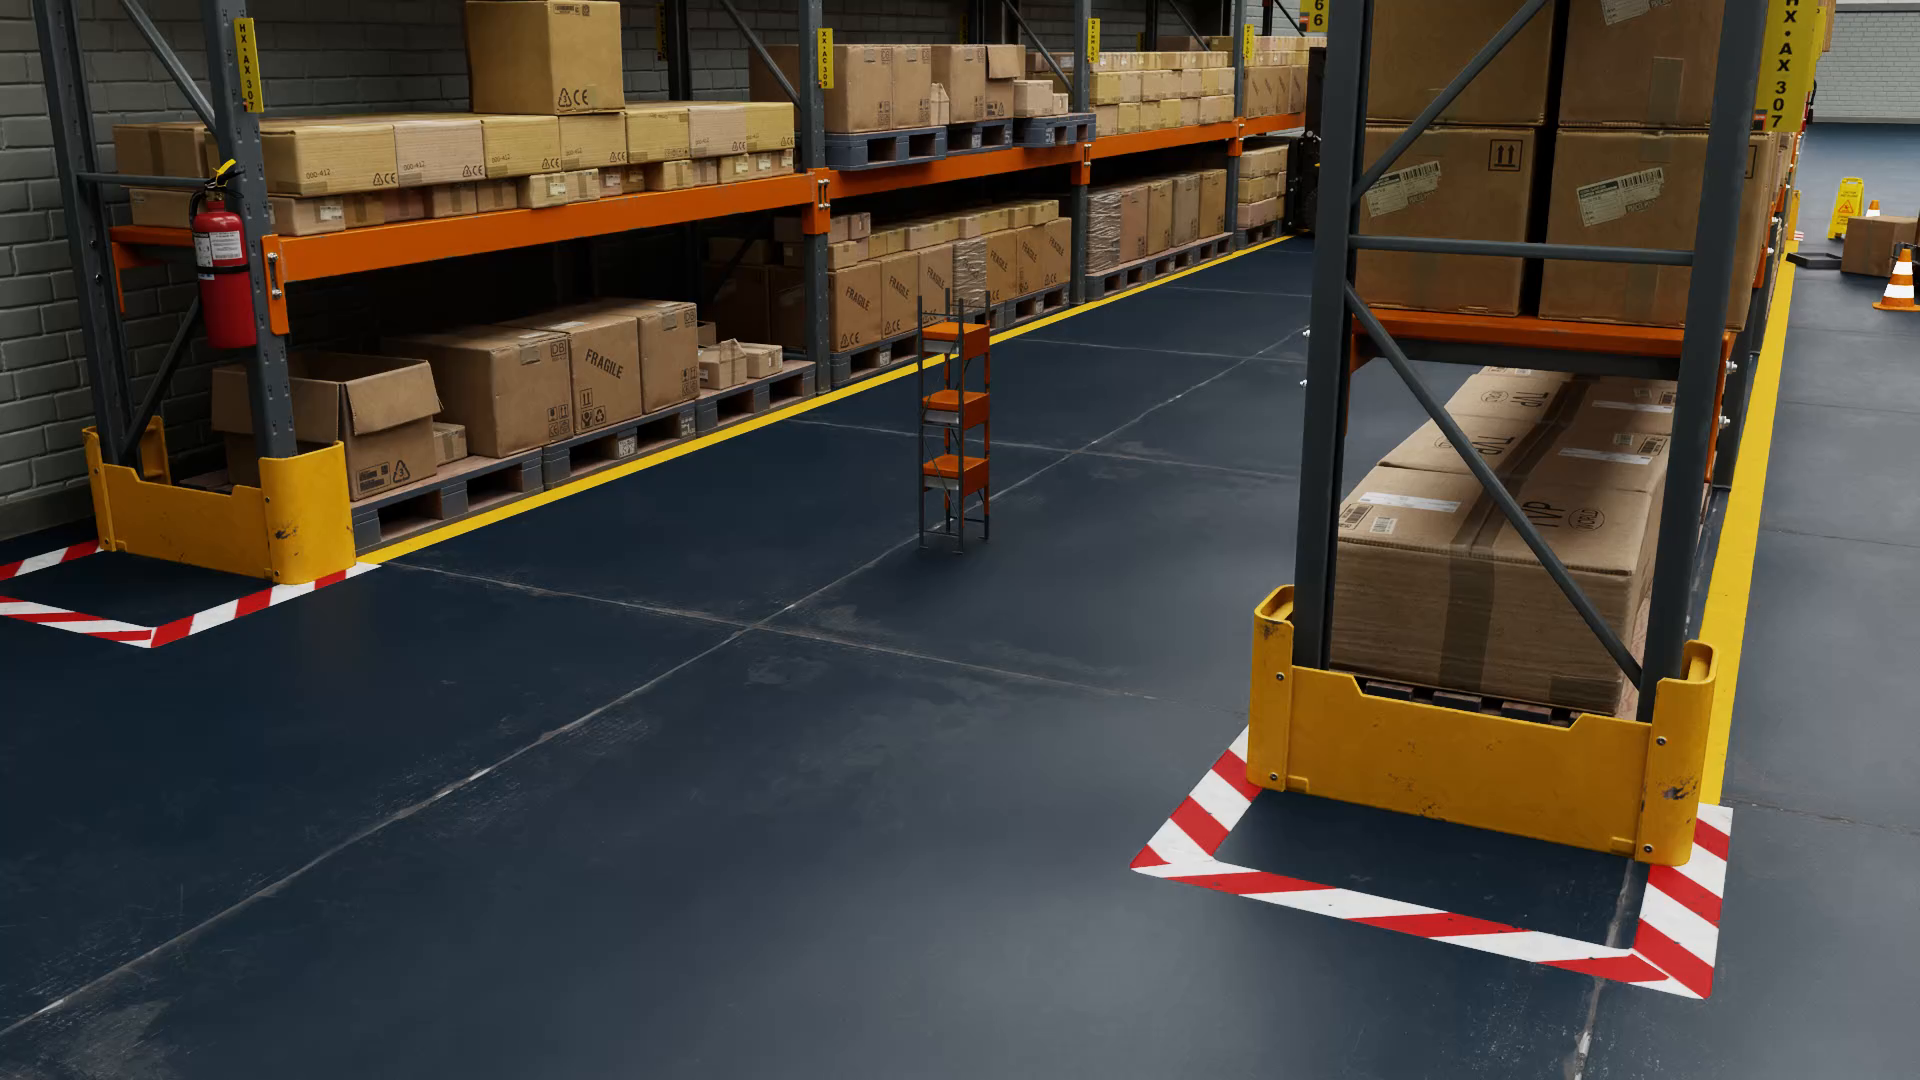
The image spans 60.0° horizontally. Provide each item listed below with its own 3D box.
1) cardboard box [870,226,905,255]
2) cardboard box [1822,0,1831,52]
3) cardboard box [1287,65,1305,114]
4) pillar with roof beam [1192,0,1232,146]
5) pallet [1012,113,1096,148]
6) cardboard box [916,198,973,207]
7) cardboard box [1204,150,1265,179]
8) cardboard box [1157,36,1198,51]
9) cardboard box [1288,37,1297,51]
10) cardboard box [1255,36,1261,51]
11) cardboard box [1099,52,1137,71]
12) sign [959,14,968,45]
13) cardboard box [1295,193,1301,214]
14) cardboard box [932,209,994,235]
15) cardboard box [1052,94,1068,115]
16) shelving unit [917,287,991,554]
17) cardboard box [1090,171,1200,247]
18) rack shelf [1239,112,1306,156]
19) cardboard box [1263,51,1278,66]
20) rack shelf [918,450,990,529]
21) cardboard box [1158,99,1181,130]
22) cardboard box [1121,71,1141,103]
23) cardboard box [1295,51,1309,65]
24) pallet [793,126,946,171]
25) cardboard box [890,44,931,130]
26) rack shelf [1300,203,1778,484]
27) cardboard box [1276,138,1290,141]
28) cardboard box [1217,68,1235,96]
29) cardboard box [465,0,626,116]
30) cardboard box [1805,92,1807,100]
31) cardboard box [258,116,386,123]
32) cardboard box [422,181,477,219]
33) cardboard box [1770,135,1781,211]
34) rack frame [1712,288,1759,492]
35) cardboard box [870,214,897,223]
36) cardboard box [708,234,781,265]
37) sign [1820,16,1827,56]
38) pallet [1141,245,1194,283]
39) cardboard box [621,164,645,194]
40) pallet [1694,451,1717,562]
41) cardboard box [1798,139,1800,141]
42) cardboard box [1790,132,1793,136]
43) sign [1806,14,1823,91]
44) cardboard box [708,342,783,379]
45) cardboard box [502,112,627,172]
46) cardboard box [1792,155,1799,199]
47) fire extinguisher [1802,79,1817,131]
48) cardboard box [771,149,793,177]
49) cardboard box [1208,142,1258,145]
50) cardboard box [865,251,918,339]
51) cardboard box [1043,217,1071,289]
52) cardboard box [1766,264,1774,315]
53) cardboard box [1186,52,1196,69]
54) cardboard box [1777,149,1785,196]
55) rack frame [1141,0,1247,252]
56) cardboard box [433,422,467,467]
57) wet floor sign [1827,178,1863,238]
[{"bbox_3d":[-0.584,-1.964,10.883,0.380,0.149,0.250,8,18,24],"label":"cardboard box"},{"bbox_3d":[7.652,-4.787,15.420,0.700,0.500,0.500,8,18,24],"label":"cardboard box"},{"bbox_3d":[3.441,-4.929,18.175,0.500,0.500,0.500,8,18,26],"label":"cardboard box"},{"bbox_3d":[6.844,-7.696,17.131,9.100,9.000,0.400,8,18,25],"label":"pillar with roof beam"},{"bbox_3d":[0.295,-3.119,12.596,1.213,0.211,1.003,8,18,25],"label":"pallet"},{"bbox_3d":[-0.119,-2.550,12.853,0.380,0.149,0.250,9,19,27],"label":"cardboard box"},{"bbox_3d":[2.819,-3.858,17.080,0.500,0.250,0.500,8,18,25],"label":"cardboard box"},{"bbox_3d":[2.195,-5.033,16.864,0.380,0.149,0.250,8,18,26],"label":"cardboard box"},{"bbox_3d":[3.458,-5.423,18.176,0.380,0.149,0.250,8,18,26],"label":"cardboard box"},{"bbox_3d":[2.872,-5.101,17.093,0.380,0.149,0.250,8,18,24],"label":"cardboard box"},{"bbox_3d":[1.257,-4.001,13.911,0.380,0.149,0.250,8,18,26],"label":"cardboard box"},{"bbox_3d":[0.037,-4.018,13.250,0.100,0.325,0.005,8,18,25],"label":"sign"},{"bbox_3d":[3.508,-3.767,18.531,0.500,0.250,0.500,9,19,27],"label":"cardboard box"},{"bbox_3d":[0.020,-2.289,11.976,0.380,0.149,0.250,8,18,25],"label":"cardboard box"},{"bbox_3d":[0.585,-3.258,12.428,0.380,0.149,0.250,8,19,26],"label":"cardboard box"},{"bbox_3d":[-0.024,-0.490,6.829,0.215,1.050,0.252,8,18,25],"label":"shelving unit"},{"bbox_3d":[1.746,-3.144,15.774,0.875,0.625,0.625,8,18,25],"label":"cardboard box"},{"bbox_3d":[3.216,-4.576,18.428,1.077,0.370,4.000,8,18,25],"label":"rack shelf"},{"bbox_3d":[3.083,-5.008,17.302,0.380,0.149,0.250,9,19,27],"label":"cardboard box"},{"bbox_3d":[-0.024,-0.213,6.911,0.215,0.259,0.240,8,18,25],"label":"rack shelf"},{"bbox_3d":[1.639,-3.795,14.795,0.500,0.250,0.500,9,19,27],"label":"cardboard box"},{"bbox_3d":[1.177,-3.770,13.835,0.500,0.250,0.500,9,19,27],"label":"cardboard box"},{"bbox_3d":[3.654,-5.336,18.406,0.380,0.149,0.250,8,18,26],"label":"cardboard box"},{"bbox_3d":[-0.797,-2.472,10.415,1.003,0.211,1.213,8,18,25],"label":"pallet"},{"bbox_3d":[-0.604,-2.850,10.439,0.700,0.500,0.500,8,18,26],"label":"cardboard box"},{"bbox_3d":[2.296,-0.889,6.014,1.077,0.370,4.000,8,18,25],"label":"rack shelf"},{"bbox_3d":[3.960,-4.505,19.261,0.500,0.250,0.500,8,19,26],"label":"cardboard box"},{"bbox_3d":[2.332,-4.422,16.030,0.500,0.250,0.500,8,18,24],"label":"cardboard box"},{"bbox_3d":[-1.926,-2.249,7.752,0.500,0.500,0.500,9,19,27],"label":"cardboard box"},{"bbox_3d":[8.102,-4.563,16.422,0.500,0.500,0.500,8,18,25],"label":"cardboard box"},{"bbox_3d":[-2.840,-1.708,7.248,0.500,0.250,0.500,8,18,26],"label":"cardboard box"},{"bbox_3d":[-2.321,-1.482,7.188,0.380,0.149,0.250,9,19,27],"label":"cardboard box"},{"bbox_3d":[3.212,-1.641,7.105,0.500,0.500,0.500,8,18,26],"label":"cardboard box"},{"bbox_3d":[3.190,-1.744,7.626,1.000,3.000,0.127,8,18,25],"label":"rack frame"},{"bbox_3d":[-0.665,-2.214,11.725,0.380,0.149,0.250,7,18,23],"label":"cardboard box"},{"bbox_3d":[-1.346,-1.819,10.392,0.380,0.149,0.250,7,18,23],"label":"cardboard box"},{"bbox_3d":[7.263,-4.267,14.088,0.100,0.325,0.005,8,18,25],"label":"sign"},{"bbox_3d":[1.484,-2.571,15.308,1.003,0.211,1.213,8,18,25],"label":"pallet"},{"bbox_3d":[-1.806,-1.818,8.320,0.380,0.149,0.250,8,18,26],"label":"cardboard box"},{"bbox_3d":[2.780,-0.223,7.405,1.003,0.211,1.213,8,18,25],"label":"pallet"},{"bbox_3d":[8.208,-3.951,16.693,0.380,0.149,0.250,8,19,26],"label":"cardboard box"},{"bbox_3d":[4.096,-2.249,8.714,0.500,0.250,0.500,8,18,26],"label":"cardboard box"},{"bbox_3d":[3.687,-2.126,7.255,0.100,0.325,0.005,8,18,25],"label":"sign"},{"bbox_3d":[-1.238,-1.030,9.492,0.380,0.149,0.250,7,18,24],"label":"cardboard box"},{"bbox_3d":[-1.938,-1.898,7.888,0.500,0.250,0.500,8,18,24],"label":"cardboard box"},{"bbox_3d":[8.197,-3.672,16.895,0.500,0.500,0.500,9,19,27],"label":"cardboard box"},{"bbox_3d":[9.016,-4.734,17.829,0.296,0.674,0.183,8,18,25],"label":"fire extinguisher"},{"bbox_3d":[-1.169,-2.140,9.404,0.380,0.149,0.250,8,18,26],"label":"cardboard box"},{"bbox_3d":[3.038,-4.312,18.608,0.500,0.250,0.500,8,18,24],"label":"cardboard box"},{"bbox_3d":[-0.606,-1.609,10.825,0.500,0.500,0.500,8,18,25],"label":"cardboard box"},{"bbox_3d":[0.539,-2.261,13.021,0.500,0.500,0.500,9,19,27],"label":"cardboard box"},{"bbox_3d":[5.239,-1.847,11.851,0.950,0.372,0.625,7,18,22],"label":"cardboard box"},{"bbox_3d":[1.941,-4.389,15.219,0.380,0.149,0.250,8,18,24],"label":"cardboard box"},{"bbox_3d":[3.853,-1.882,8.356,0.500,0.250,0.500,8,18,24],"label":"cardboard box"},{"bbox_3d":[2.323,-4.412,16.610,1.000,3.000,0.127,8,18,25],"label":"rack frame"},{"bbox_3d":[-2.457,-0.437,7.497,0.380,0.149,0.250,7,18,23],"label":"cardboard box"},{"bbox_3d":[9.594,-3.584,17.957,0.232,0.644,0.267,-15,22,-41],"label":"wet floor sign"}]
